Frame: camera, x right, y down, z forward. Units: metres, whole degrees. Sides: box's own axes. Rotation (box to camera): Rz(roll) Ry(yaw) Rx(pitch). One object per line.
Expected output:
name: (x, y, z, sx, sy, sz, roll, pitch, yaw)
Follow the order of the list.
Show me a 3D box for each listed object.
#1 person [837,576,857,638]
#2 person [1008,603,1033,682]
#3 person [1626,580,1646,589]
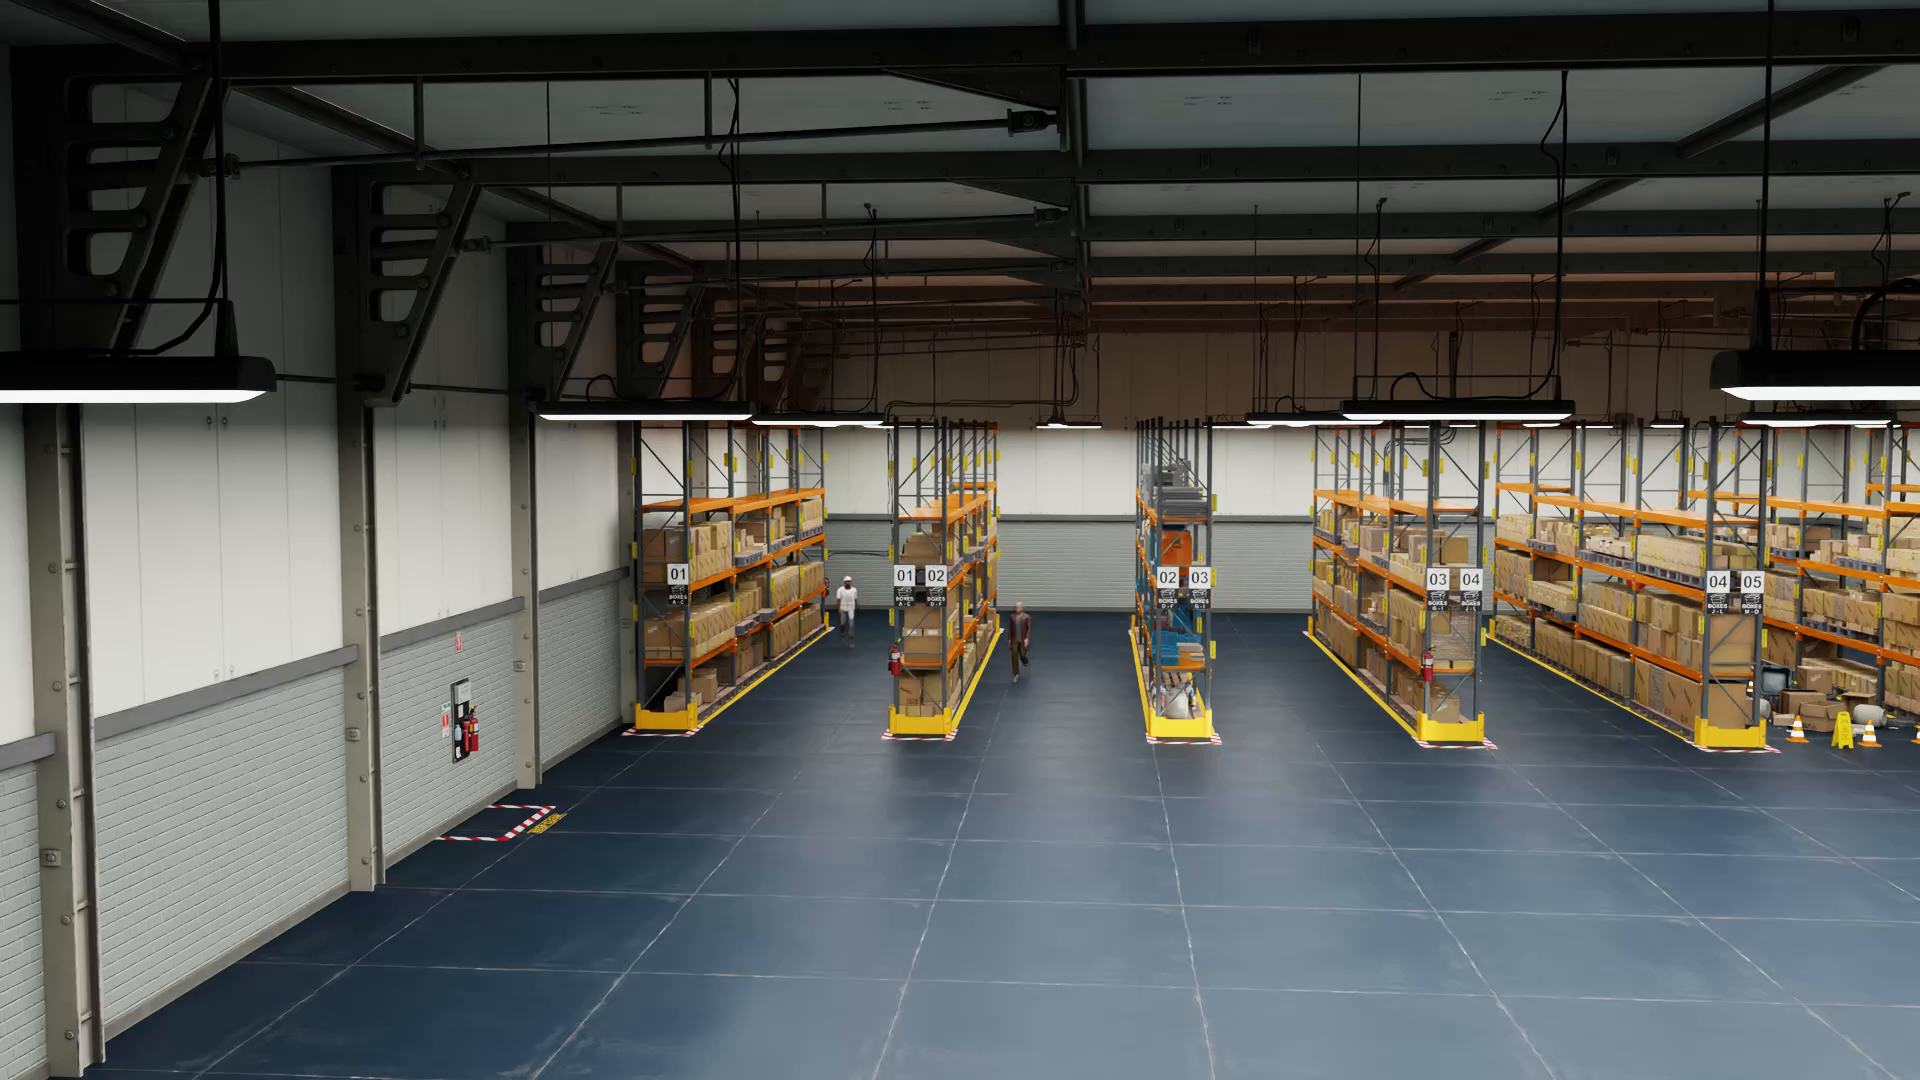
person: (-2.991, 1.785, 43.962, 0.541, 1.646, 1.036, 0, 4, -5)
person: (1.363, 2.342, 38.325, 0.623, 1.785, 0.888, 1, 4, 18)
person: (19.982, 1.660, 49.174, 0.630, 1.662, 1.064, 2, 4, 23)
